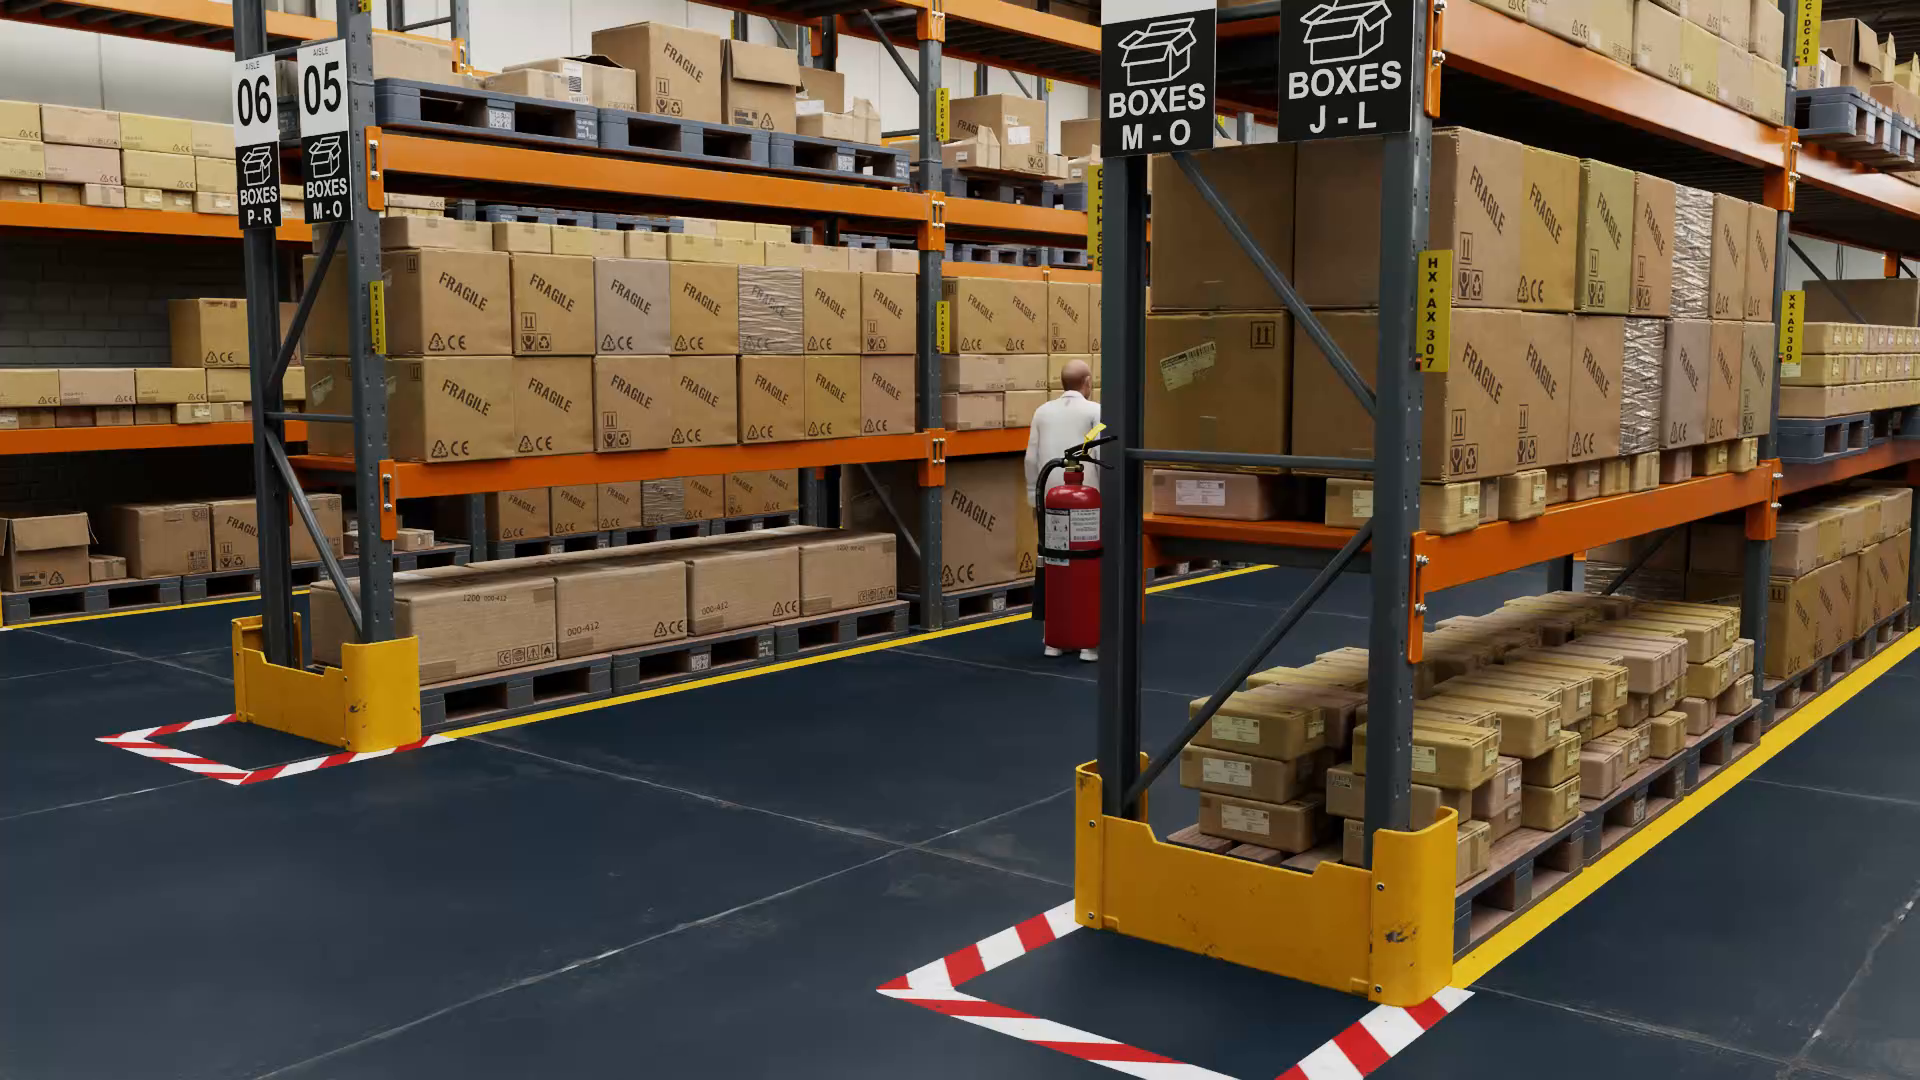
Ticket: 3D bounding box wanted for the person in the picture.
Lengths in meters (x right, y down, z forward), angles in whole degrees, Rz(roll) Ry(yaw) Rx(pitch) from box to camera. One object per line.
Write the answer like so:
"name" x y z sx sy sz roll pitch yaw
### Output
"person" 0.684 -0.188 9.930 0.653 1.774 0.423 5 8 35
